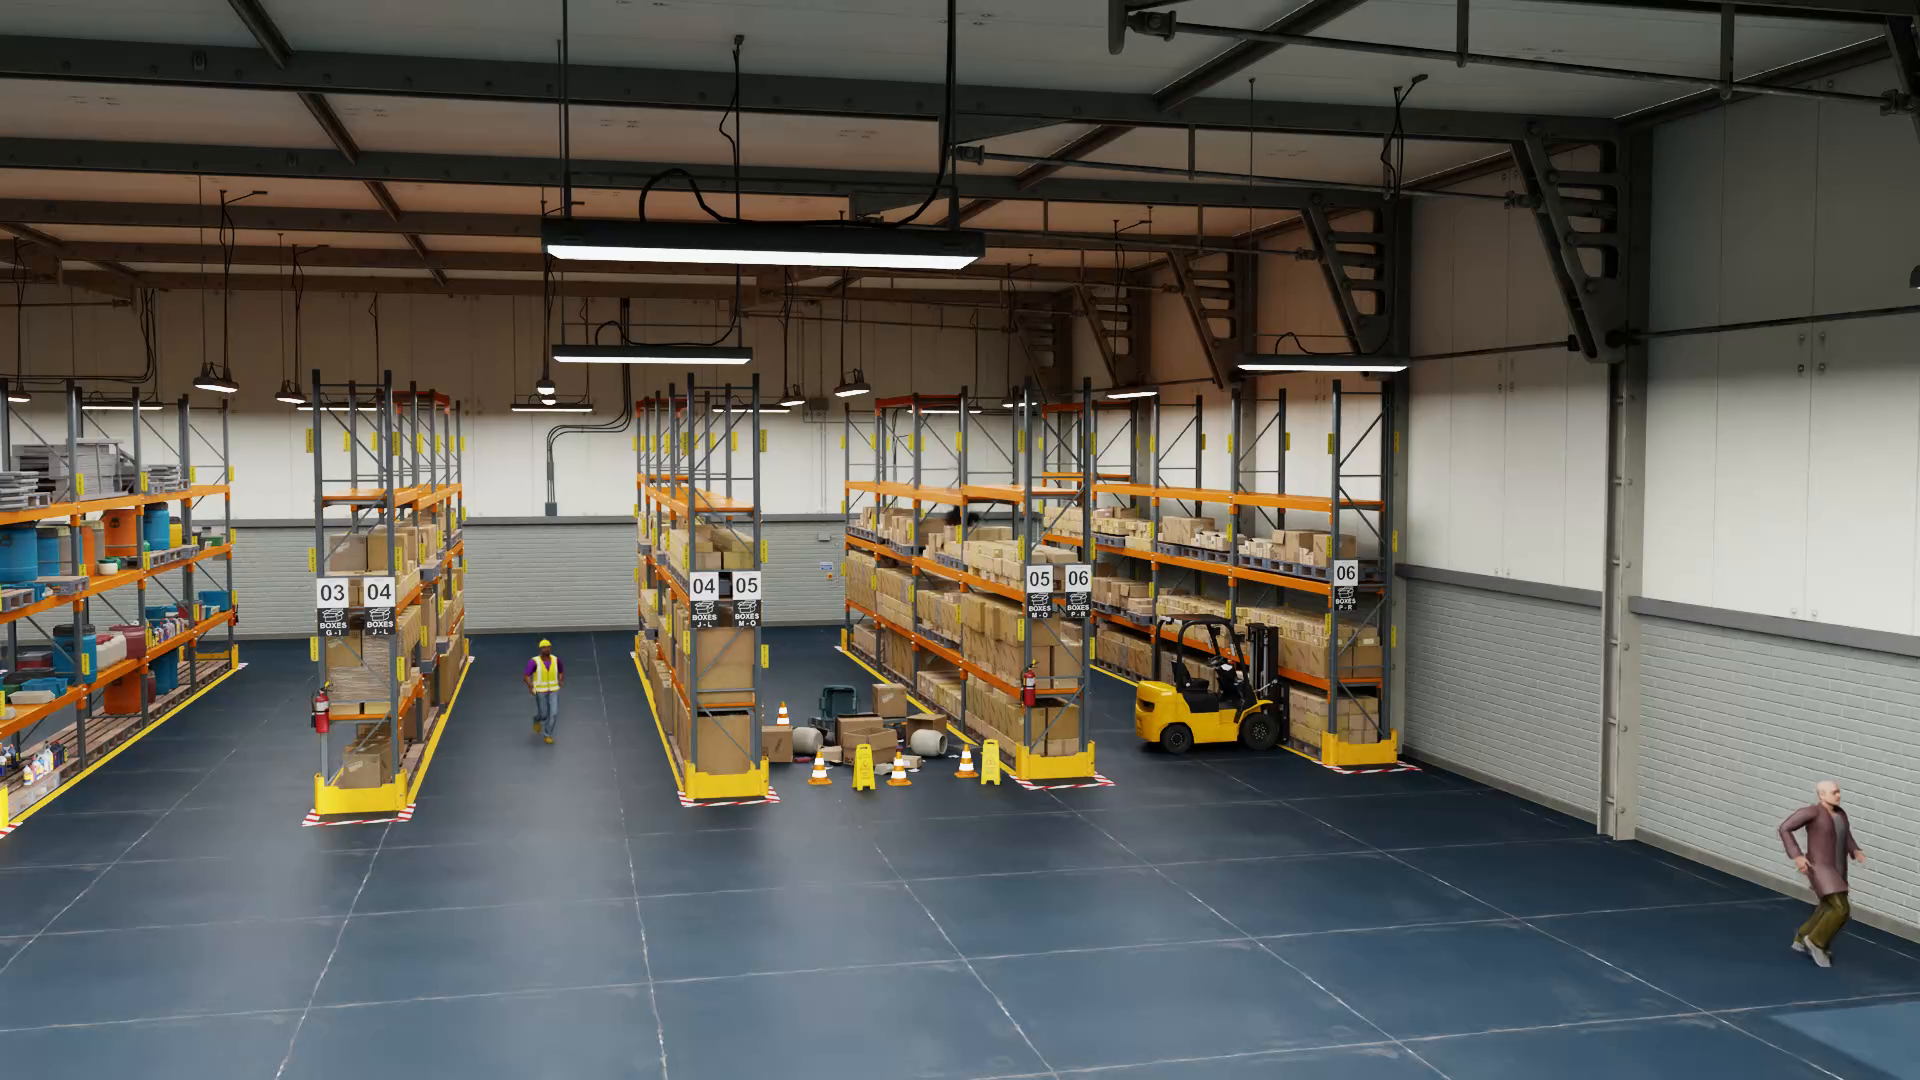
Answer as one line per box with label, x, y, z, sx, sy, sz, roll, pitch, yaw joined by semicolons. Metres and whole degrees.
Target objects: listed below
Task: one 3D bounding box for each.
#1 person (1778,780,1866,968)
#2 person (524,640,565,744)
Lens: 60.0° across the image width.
person;8.339;3.217;16.003;0.733;1.805;0.679;-2;4;-27
person;-6.959;2.533;27.930;0.701;1.726;0.661;-2;4;-30
